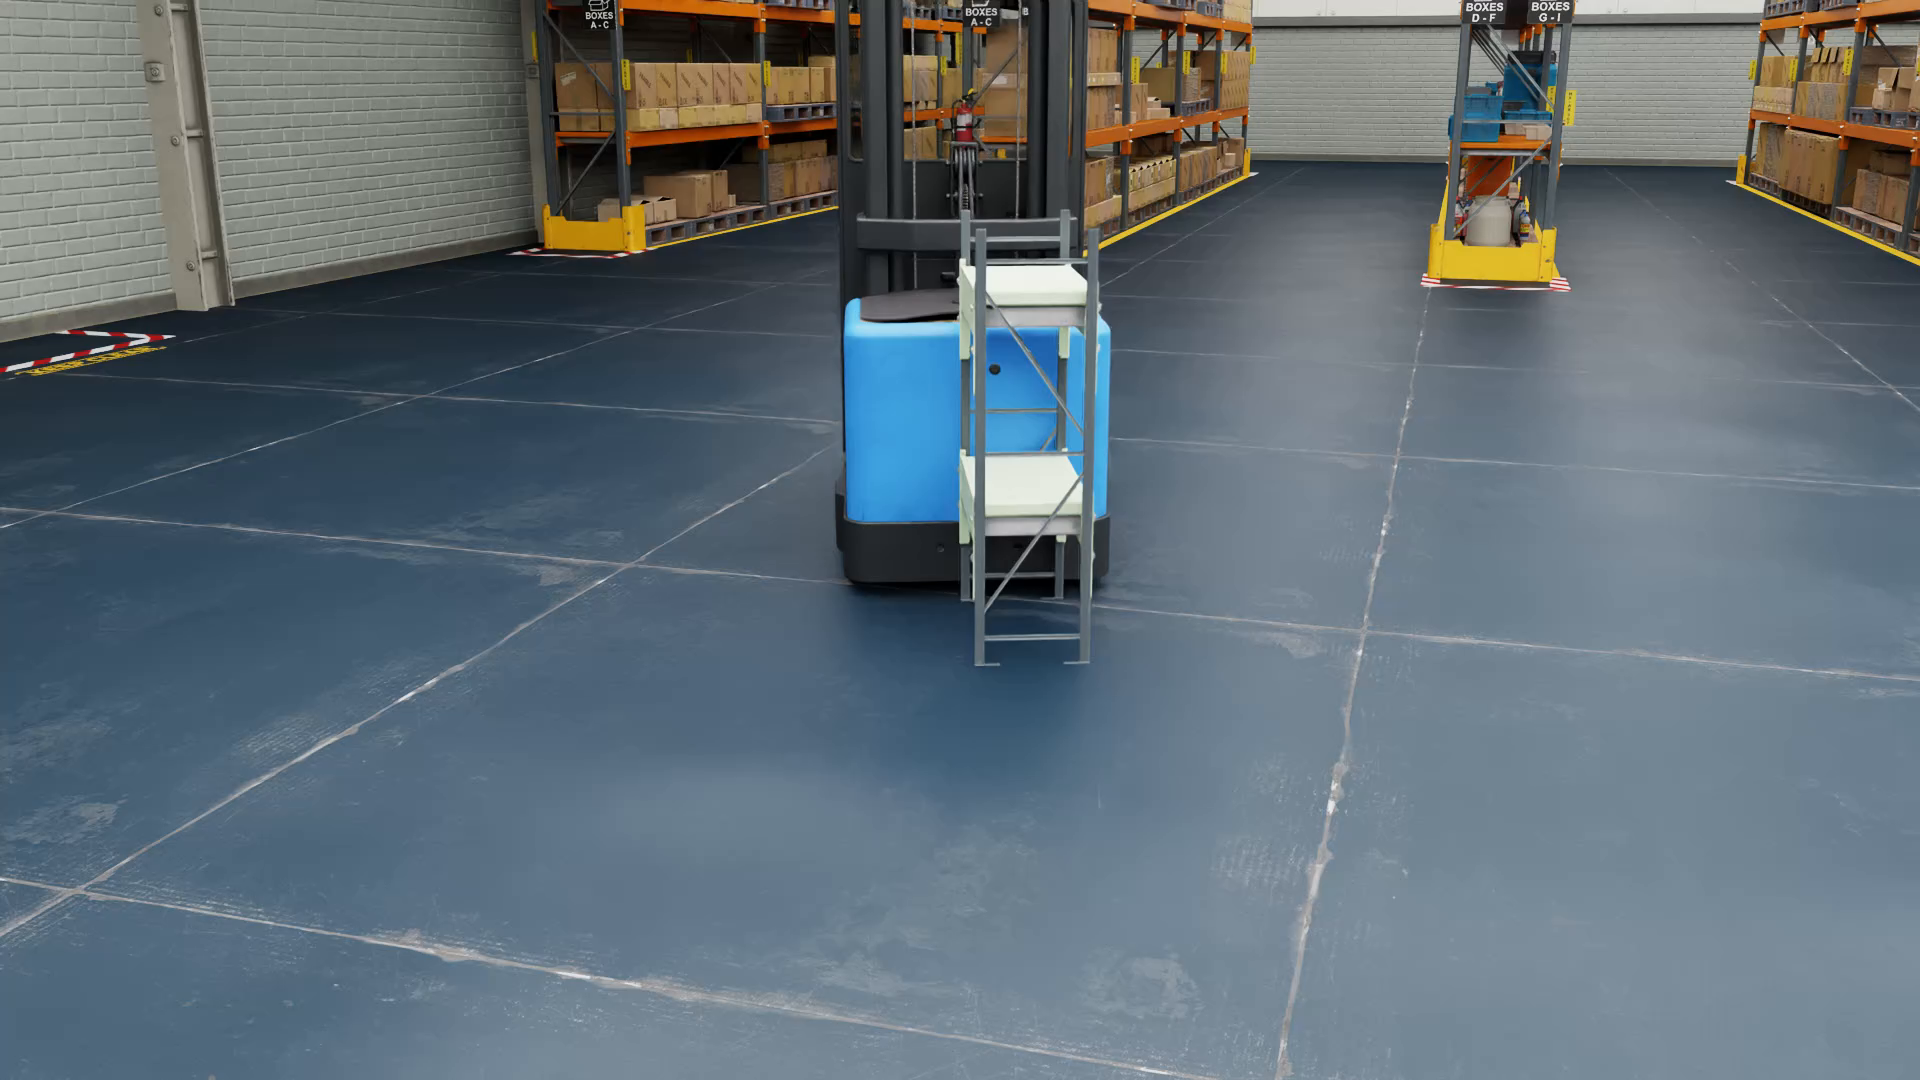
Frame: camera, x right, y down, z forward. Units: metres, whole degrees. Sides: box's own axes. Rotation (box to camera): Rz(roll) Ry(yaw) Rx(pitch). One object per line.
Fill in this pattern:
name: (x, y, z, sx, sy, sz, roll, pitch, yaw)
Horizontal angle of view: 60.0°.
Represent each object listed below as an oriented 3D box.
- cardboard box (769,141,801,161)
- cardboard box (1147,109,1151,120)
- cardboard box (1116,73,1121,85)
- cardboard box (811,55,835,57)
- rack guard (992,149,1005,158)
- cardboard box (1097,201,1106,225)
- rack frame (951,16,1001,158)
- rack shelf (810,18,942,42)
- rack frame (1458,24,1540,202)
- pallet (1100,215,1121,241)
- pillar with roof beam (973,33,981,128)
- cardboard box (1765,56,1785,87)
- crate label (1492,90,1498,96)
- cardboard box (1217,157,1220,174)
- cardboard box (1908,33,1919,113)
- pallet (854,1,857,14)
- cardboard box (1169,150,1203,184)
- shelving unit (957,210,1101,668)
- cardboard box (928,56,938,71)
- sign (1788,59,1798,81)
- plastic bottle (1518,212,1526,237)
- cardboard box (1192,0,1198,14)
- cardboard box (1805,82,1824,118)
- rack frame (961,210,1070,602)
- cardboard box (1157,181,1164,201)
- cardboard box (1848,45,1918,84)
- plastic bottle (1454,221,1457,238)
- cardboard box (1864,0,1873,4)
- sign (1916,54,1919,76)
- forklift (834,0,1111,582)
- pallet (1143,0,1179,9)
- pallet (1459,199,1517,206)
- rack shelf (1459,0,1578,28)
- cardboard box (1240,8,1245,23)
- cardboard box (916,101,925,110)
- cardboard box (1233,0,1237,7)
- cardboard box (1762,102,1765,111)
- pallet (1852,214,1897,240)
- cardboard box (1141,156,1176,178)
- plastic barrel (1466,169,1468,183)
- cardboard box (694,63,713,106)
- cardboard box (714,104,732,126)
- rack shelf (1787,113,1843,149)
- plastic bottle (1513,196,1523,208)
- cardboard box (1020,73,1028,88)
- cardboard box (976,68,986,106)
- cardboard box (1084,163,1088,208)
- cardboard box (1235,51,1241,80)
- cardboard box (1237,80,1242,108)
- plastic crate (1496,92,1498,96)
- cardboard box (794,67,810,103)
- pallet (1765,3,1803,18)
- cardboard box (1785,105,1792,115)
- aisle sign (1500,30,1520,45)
cardboard box: (-2.634, -5.649, 24.150, 0.500, 0.250, 0.500, 4, 16, 14)
cardboard box: (2.485, -6.038, 23.581, 0.380, 0.149, 0.250, 6, 17, 20)
cardboard box: (1.785, -5.723, 20.637, 0.380, 0.149, 0.250, 5, 16, 16)
cardboard box: (-2.076, -7.580, 26.419, 0.500, 0.250, 0.500, 5, 17, 17)
rack guard: (0.324, -7.777, 33.831, 1.175, 0.500, 0.348, 5, 16, 16)
cardboard box: (1.455, -3.929, 19.955, 0.500, 0.250, 0.500, 5, 16, 16)
rack frame: (0.317, -8.973, 33.468, 1.000, 3.000, 0.127, 5, 16, 16)
rack shelf: (-1.388, -8.500, 27.623, 1.077, 0.370, 4.000, 5, 16, 16)
rack frame: (7.542, -6.112, 23.380, 1.000, 3.000, 0.127, 5, 16, 16)
pallet: (1.391, -3.904, 20.707, 1.003, 0.211, 1.213, 5, 16, 16)
pillar with roof beam: (4.382, -12.299, 34.199, 9.100, 9.000, 0.400, 5, 16, 16)
cardboard box: (13.885, -7.881, 27.973, 0.500, 0.500, 0.500, 4, 16, 14)
crate label: (7.000, -5.890, 22.533, 0.502, 0.435, 0.616, 5, 16, 16)
cardboard box: (4.257, -6.555, 29.063, 0.500, 0.311, 0.500, 5, 16, 16)
cardboard box: (11.514, -5.369, 18.892, 1.000, 1.000, 1.000, 5, 17, 16)
pallet: (-1.825, -8.405, 26.314, 1.213, 0.211, 1.003, 5, 17, 18)
cardboard box: (3.631, -6.008, 26.789, 0.500, 0.500, 0.500, 4, 16, 14)
shelving unit: (0.227, -0.384, 5.934, 0.431, 1.500, 0.755, -1, 16, -4)
cardboard box: (-0.707, -8.346, 29.118, 0.500, 0.250, 0.500, 5, 17, 17)
sign: (12.895, -7.271, 25.737, 0.100, 0.325, 0.005, 5, 16, 16)
plastic bottle: (6.180, -3.458, 18.217, 0.097, 0.271, 0.097, 0, 16, 0)
cardboard box: (3.178, -8.374, 25.677, 0.910, 0.500, 0.500, 5, 16, 16)
cardboard box: (12.772, -6.459, 24.421, 0.500, 0.500, 0.500, 4, 16, 15)
rack frame: (0.203, -0.485, 6.285, 0.400, 1.500, 0.023, -1, 16, -4)
cardboard box: (2.589, -4.953, 23.565, 0.500, 0.250, 0.500, 5, 17, 17)
cardboard box: (12.514, -6.449, 22.546, 0.797, 0.503, 0.637, 5, 17, 18)
plastic bottle: (5.370, -3.399, 18.137, 0.097, 0.201, 0.097, 0, 16, 0)
cardboard box: (11.913, -6.995, 21.273, 0.500, 0.250, 0.500, 5, 17, 17)
sign: (10.621, -5.280, 18.327, 0.100, 0.325, 0.005, 5, 16, 16)
forklift: (-0.009, -1.594, 7.577, 1.130, 2.935, 3.031, -1, 16, -3)
pallet: (2.372, -7.372, 22.672, 1.003, 0.211, 1.213, 5, 17, 18)
pallet: (7.284, -4.571, 23.057, 1.003, 0.211, 1.213, 5, 16, 16)
rack shelf: (5.837, -5.639, 17.535, 1.077, 0.370, 4.000, 5, 16, 16)
cardboard box: (4.892, -9.544, 30.259, 0.500, 0.250, 0.500, 5, 16, 16)
cardboard box: (-0.829, -7.499, 28.695, 0.380, 0.149, 0.250, 5, 16, 16)
cardboard box: (4.601, -9.524, 29.271, 0.500, 0.250, 0.500, 5, 16, 16)
cardboard box: (13.857, -7.364, 28.254, 0.380, 0.149, 0.250, 4, 16, 15)
pallet: (11.719, -3.864, 20.565, 1.003, 0.211, 1.213, 5, 16, 16)
cardboard box: (2.881, -5.490, 24.429, 0.500, 0.311, 0.500, 5, 17, 17)
plastic barrel: (7.739, -5.401, 24.664, 0.421, 0.512, 0.421, 0, 16, 0)
cardboard box: (-3.368, -5.586, 20.391, 0.500, 0.500, 0.500, 5, 17, 18)
cardboard box: (-3.215, -5.361, 20.972, 0.500, 0.250, 0.500, 5, 16, 16)
rack shelf: (12.859, -5.905, 23.969, 1.077, 0.370, 4.000, 5, 16, 16)
plastic bottle: (6.498, -3.812, 19.319, 0.144, 0.351, 0.185, 4, 16, 14)
cardboard box: (0.838, -4.850, 17.560, 0.380, 0.149, 0.250, 5, 16, 15)
cardboard box: (-0.015, -8.792, 32.280, 0.980, 0.700, 0.700, 4, 16, 15)
cardboard box: (1.156, -4.030, 18.935, 0.500, 0.500, 0.500, 5, 16, 16)
cardboard box: (4.773, -8.579, 30.062, 0.500, 0.500, 0.500, 5, 17, 18)
cardboard box: (4.910, -8.234, 30.678, 0.500, 0.500, 0.500, 5, 17, 16)
plastic crate: (9.289, -7.515, 28.436, 0.437, 0.282, 0.530, 5, 16, 16)
cardboard box: (-2.593, -6.544, 23.915, 0.700, 0.500, 0.500, 7, 17, 24)
pallet: (14.363, -9.026, 28.321, 1.003, 0.211, 1.213, 5, 16, 16)
cardboard box: (13.200, -6.759, 26.121, 0.380, 0.149, 0.250, 5, 17, 16)
aisle sign: (10.117, -9.452, 30.391, 0.394, 0.787, 0.004, 5, 16, 16)
